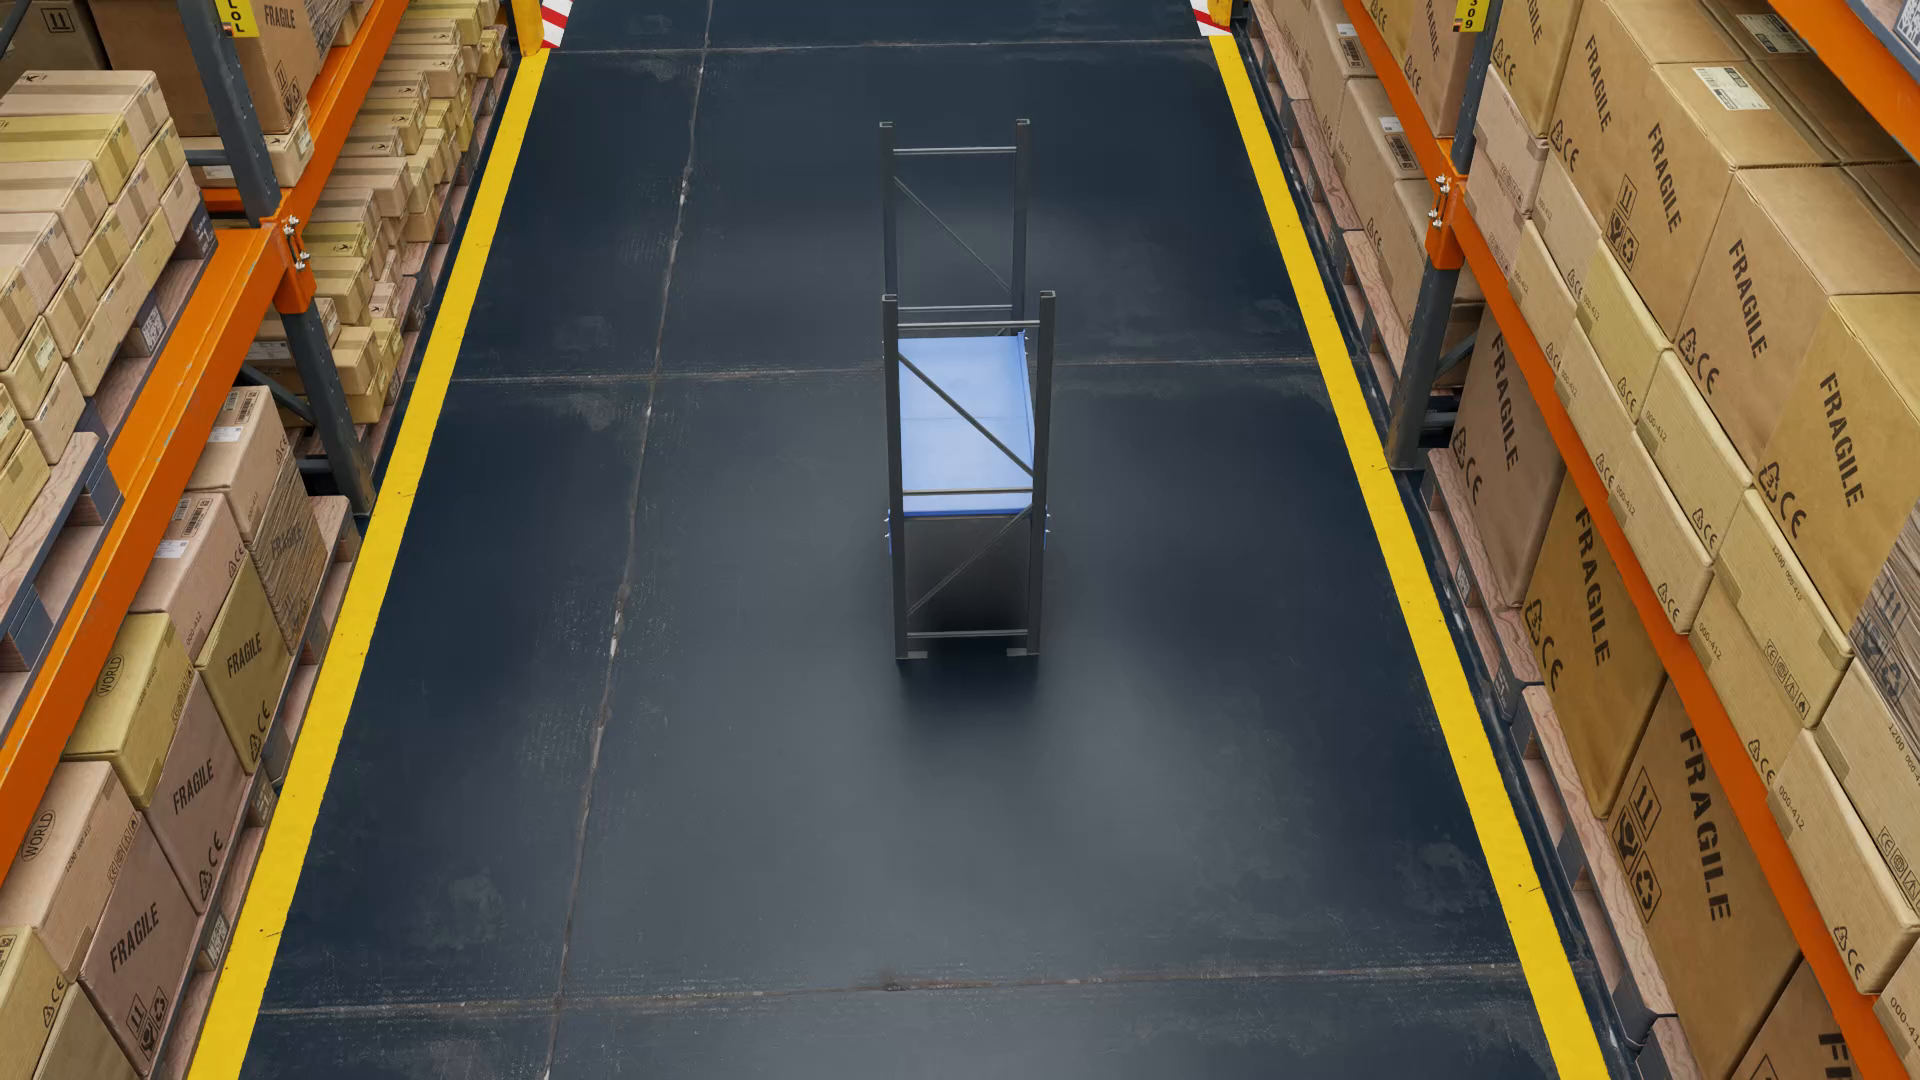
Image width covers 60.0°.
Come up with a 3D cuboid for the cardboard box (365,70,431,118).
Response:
[{"bbox_3d":[-2.640,-2.011,7.583,0.380,0.149,0.250,-3,43,-3],"label":"cardboard box"}]

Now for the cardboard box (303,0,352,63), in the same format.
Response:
[{"bbox_3d":[-2.549,-2.040,5.961,0.500,0.500,0.500,-2,43,-2],"label":"cardboard box"}]

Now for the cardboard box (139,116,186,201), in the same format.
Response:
[{"bbox_3d":[-2.538,-1.127,4.914,0.380,0.149,0.250,0,43,0],"label":"cardboard box"}]

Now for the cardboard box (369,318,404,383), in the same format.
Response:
[{"bbox_3d":[-2.457,-0.756,6.654,0.380,0.149,0.250,0,43,-1],"label":"cardboard box"}]

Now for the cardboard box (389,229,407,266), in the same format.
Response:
[{"bbox_3d":[-2.627,-1.273,7.218,0.380,0.149,0.250,-3,43,-4],"label":"cardboard box"}]

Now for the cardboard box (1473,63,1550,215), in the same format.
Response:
[{"bbox_3d":[1.927,-1.252,5.137,0.500,0.250,0.500,-3,43,-3],"label":"cardboard box"}]

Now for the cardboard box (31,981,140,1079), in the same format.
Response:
[{"bbox_3d":[-2.382,1.425,4.015,0.500,0.500,0.500,-1,43,-1],"label":"cardboard box"}]

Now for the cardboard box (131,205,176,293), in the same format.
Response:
[{"bbox_3d":[-2.525,-0.842,4.824,0.380,0.149,0.250,-1,43,-2],"label":"cardboard box"}]

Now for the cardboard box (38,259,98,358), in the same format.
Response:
[{"bbox_3d":[-2.501,-0.597,4.336,0.380,0.149,0.250,-3,43,-3],"label":"cardboard box"}]

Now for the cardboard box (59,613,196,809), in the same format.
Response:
[{"bbox_3d":[-2.422,0.472,4.500,0.500,0.250,0.500,-3,43,-4],"label":"cardboard box"}]

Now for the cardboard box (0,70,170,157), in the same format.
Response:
[{"bbox_3d":[-2.540,-1.234,4.811,0.380,0.149,0.250,0,43,0],"label":"cardboard box"}]

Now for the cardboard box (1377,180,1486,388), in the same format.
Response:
[{"bbox_3d":[2.270,-1.065,6.778,0.875,0.438,0.875,-2,43,-2],"label":"cardboard box"}]

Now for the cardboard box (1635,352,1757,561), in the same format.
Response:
[{"bbox_3d":[1.995,-0.218,4.009,0.500,0.250,0.500,-3,43,-3],"label":"cardboard box"}]

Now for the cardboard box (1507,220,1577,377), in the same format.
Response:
[{"bbox_3d":[1.968,-0.719,4.926,0.500,0.250,0.500,-3,43,-3],"label":"cardboard box"}]

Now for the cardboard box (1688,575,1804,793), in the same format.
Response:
[{"bbox_3d":[2.036,0.309,3.804,0.500,0.250,0.500,-2,43,-2],"label":"cardboard box"}]

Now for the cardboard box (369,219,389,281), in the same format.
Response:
[{"bbox_3d":[-2.603,-1.199,6.918,0.380,0.149,0.250,-4,43,-4],"label":"cardboard box"}]

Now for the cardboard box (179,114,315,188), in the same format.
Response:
[{"bbox_3d":[-2.437,-1.326,5.663,0.380,0.149,0.250,0,43,0],"label":"cardboard box"}]

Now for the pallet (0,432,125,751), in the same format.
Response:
[{"bbox_3d":[-2.707,0.218,3.934,1.003,0.211,1.213,-2,43,-2],"label":"pallet"}]

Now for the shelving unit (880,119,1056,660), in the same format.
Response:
[{"bbox_3d":[0.004,-0.495,5.680,0.538,1.500,1.048,-2,43,-2],"label":"shelving unit"}]

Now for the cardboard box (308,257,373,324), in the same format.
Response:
[{"bbox_3d":[-2.512,-0.967,6.444,0.380,0.149,0.250,0,43,0],"label":"cardboard box"}]

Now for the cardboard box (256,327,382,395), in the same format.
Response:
[{"bbox_3d":[-2.447,-0.685,6.357,0.380,0.149,0.250,0,43,0],"label":"cardboard box"}]

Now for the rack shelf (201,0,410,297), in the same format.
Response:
[{"bbox_3d":[-2.837,-2.303,7.075,1.077,0.370,4.000,-2,43,-2],"label":"rack shelf"}]

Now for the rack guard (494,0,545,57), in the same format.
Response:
[{"bbox_3d":[-2.918,-2.946,9.094,1.175,0.500,0.348,-2,43,-2],"label":"rack guard"}]

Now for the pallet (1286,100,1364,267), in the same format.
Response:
[{"bbox_3d":[2.181,-1.741,7.994,1.003,0.211,1.213,-2,43,-2],"label":"pallet"}]

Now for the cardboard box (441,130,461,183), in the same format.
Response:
[{"bbox_3d":[-2.565,-1.799,7.792,0.380,0.149,0.250,-1,43,-1],"label":"cardboard box"}]

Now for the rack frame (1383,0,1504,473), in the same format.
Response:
[{"bbox_3d":[2.190,-1.428,5.588,1.000,3.000,0.127,-2,43,-2],"label":"rack frame"}]

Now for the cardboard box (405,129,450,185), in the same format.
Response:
[{"bbox_3d":[-2.524,-1.725,7.491,0.380,0.149,0.250,-1,43,-1],"label":"cardboard box"}]

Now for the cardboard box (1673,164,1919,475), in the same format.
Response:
[{"bbox_3d":[2.017,-0.498,3.760,0.500,0.500,0.500,-2,43,-2],"label":"cardboard box"}]

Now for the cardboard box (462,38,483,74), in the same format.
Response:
[{"bbox_3d":[-2.590,-2.433,8.263,0.380,0.149,0.250,-3,43,-4],"label":"cardboard box"}]

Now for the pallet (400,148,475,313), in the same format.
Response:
[{"bbox_3d":[-2.870,-1.468,7.695,1.003,0.211,1.213,-2,43,-2],"label":"pallet"}]

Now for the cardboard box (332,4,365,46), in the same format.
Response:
[{"bbox_3d":[-2.537,-2.033,6.433,0.380,0.149,0.250,-1,43,-1],"label":"cardboard box"}]

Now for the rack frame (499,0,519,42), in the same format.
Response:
[{"bbox_3d":[-2.922,-3.918,8.305,1.000,3.000,0.127,-2,43,-2],"label":"rack frame"}]

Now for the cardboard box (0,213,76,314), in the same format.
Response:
[{"bbox_3d":[-2.507,-0.701,4.230,0.380,0.149,0.250,-2,43,-2],"label":"cardboard box"}]

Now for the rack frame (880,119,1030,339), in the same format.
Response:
[{"bbox_3d":[-0.018,-0.838,6.055,0.500,1.500,0.032,-2,43,-2],"label":"rack frame"}]

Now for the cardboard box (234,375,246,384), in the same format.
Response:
[{"bbox_3d":[-3.036,-0.755,6.652,0.380,0.149,0.250,-1,43,-1],"label":"cardboard box"}]

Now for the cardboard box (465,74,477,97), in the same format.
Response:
[{"bbox_3d":[-2.654,-2.321,8.362,0.380,0.149,0.250,-2,43,-2],"label":"cardboard box"}]

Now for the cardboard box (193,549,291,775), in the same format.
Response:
[{"bbox_3d":[-2.447,0.387,5.146,0.500,0.500,0.500,-3,43,-3],"label":"cardboard box"}]

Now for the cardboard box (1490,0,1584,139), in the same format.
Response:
[{"bbox_3d":[1.921,-1.528,4.884,0.500,0.500,0.500,-1,43,-1],"label":"cardboard box"}]

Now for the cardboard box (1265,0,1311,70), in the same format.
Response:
[{"bbox_3d":[2.148,-2.896,8.775,0.875,0.438,0.875,-3,43,-3],"label":"cardboard box"}]

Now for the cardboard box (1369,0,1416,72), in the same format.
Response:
[{"bbox_3d":[1.887,-2.118,6.267,0.500,0.500,0.500,-3,43,-3],"label":"cardboard box"}]

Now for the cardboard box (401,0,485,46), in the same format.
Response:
[{"bbox_3d":[-2.555,-2.549,8.170,0.380,0.149,0.250,-3,43,-3],"label":"cardboard box"}]

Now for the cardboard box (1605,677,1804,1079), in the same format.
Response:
[{"bbox_3d":[2.379,0.830,4.387,0.875,0.875,0.875,-1,43,-1],"label":"cardboard box"}]

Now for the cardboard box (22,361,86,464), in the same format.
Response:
[{"bbox_3d":[-2.489,-0.317,4.251,0.380,0.149,0.250,-3,43,-4],"label":"cardboard box"}]

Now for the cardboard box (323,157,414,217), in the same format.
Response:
[{"bbox_3d":[-2.535,-1.486,7.010,0.380,0.149,0.250,-1,43,-1],"label":"cardboard box"}]

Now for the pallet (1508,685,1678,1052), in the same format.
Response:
[{"bbox_3d":[2.352,0.944,5.064,1.003,0.211,1.213,-2,43,-2],"label":"pallet"}]
